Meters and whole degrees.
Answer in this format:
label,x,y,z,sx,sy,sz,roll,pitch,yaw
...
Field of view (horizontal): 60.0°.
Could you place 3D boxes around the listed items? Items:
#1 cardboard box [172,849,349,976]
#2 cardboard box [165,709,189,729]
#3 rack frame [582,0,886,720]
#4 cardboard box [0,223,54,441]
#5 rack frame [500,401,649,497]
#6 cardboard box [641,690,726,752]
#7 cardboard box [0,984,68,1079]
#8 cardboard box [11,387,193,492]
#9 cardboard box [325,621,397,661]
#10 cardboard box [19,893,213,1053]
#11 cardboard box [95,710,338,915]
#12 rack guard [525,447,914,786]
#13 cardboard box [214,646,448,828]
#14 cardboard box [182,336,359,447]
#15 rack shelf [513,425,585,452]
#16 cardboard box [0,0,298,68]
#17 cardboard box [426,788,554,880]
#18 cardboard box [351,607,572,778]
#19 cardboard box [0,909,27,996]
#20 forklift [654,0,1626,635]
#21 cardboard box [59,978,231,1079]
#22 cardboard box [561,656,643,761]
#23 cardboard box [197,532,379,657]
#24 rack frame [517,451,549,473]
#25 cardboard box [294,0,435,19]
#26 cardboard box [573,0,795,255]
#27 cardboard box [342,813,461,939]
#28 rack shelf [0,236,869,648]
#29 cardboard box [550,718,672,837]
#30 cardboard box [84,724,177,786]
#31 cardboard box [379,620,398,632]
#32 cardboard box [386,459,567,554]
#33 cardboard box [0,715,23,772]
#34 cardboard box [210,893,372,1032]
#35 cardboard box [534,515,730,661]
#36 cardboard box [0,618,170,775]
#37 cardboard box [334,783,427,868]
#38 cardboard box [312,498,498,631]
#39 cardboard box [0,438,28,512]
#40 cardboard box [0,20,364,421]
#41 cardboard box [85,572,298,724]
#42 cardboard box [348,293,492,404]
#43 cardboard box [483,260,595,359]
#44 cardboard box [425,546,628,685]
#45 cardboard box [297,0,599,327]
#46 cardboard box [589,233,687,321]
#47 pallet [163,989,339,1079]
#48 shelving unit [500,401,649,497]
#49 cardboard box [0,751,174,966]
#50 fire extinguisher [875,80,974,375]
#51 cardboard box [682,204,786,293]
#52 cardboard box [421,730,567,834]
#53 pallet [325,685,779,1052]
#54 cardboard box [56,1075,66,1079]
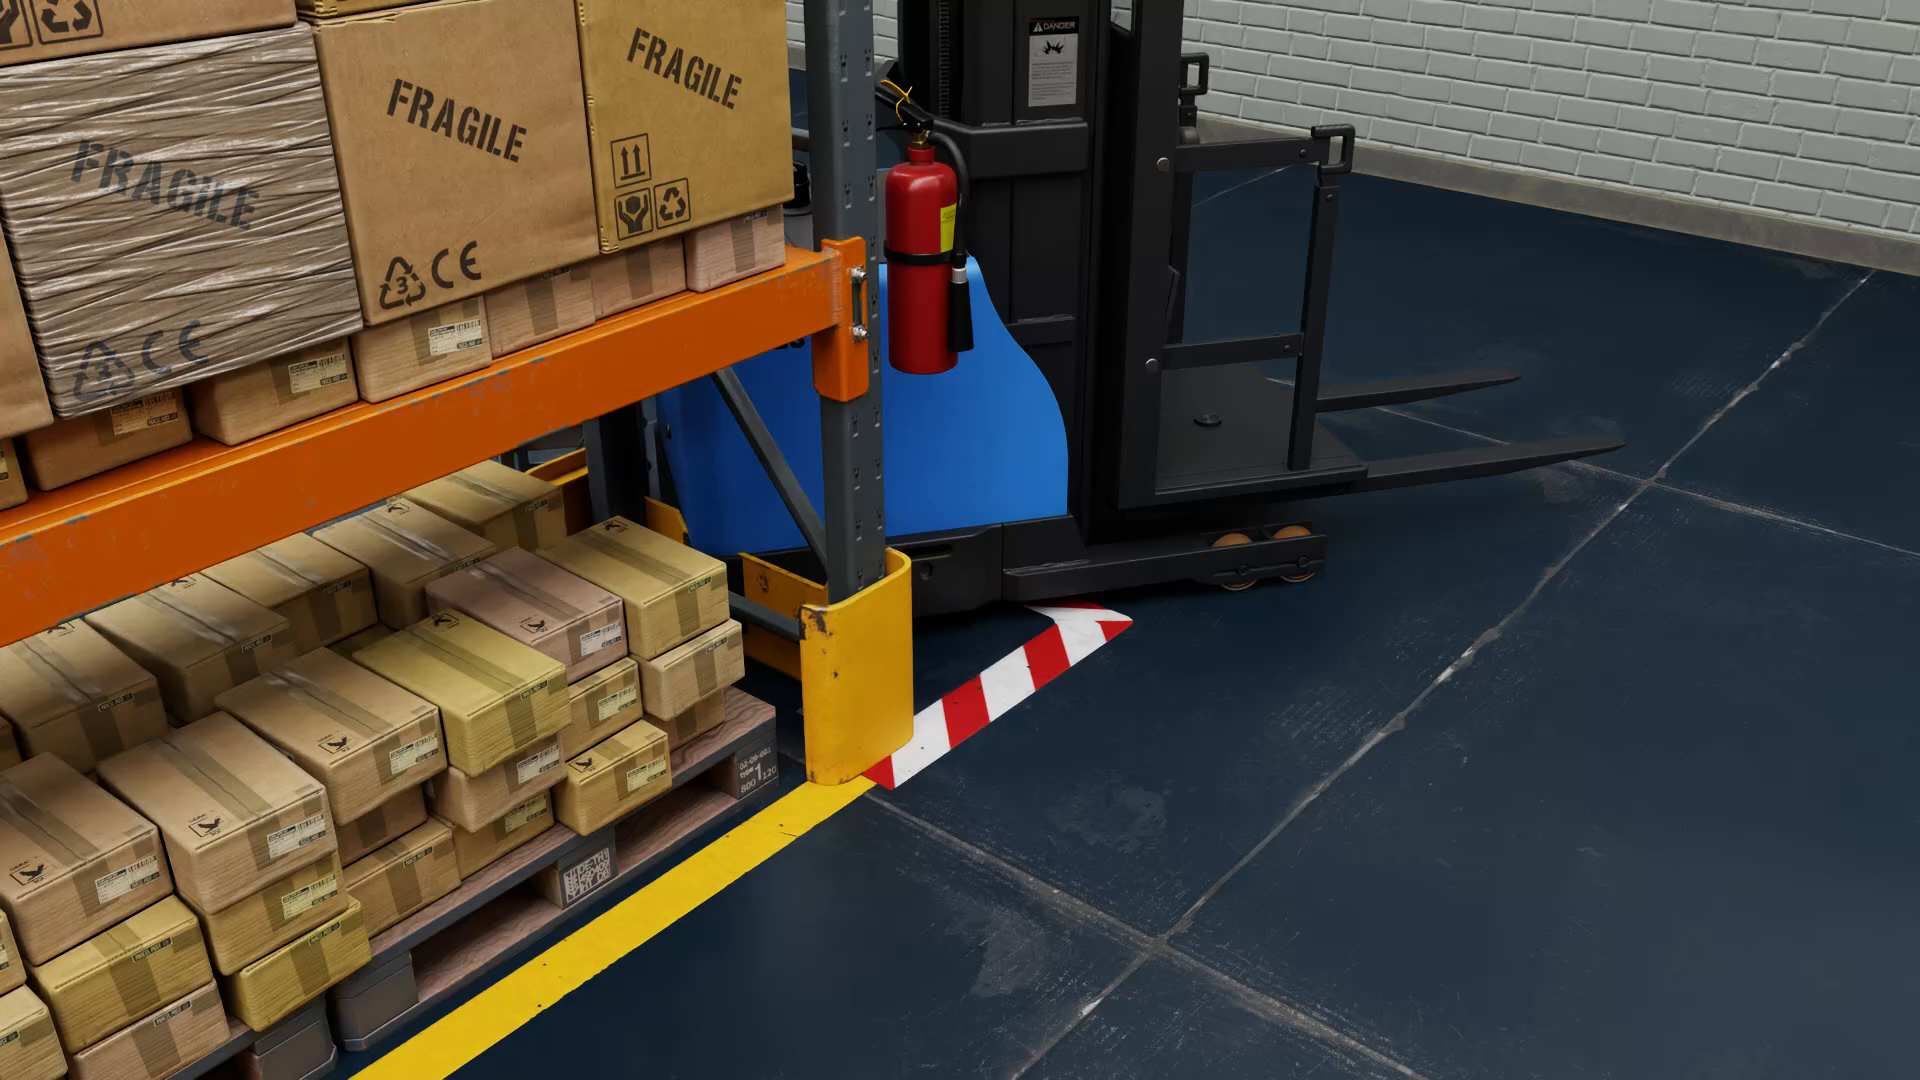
label,x,y,z,sx,sy,sz,roll,pitch,yaw
cardboard box,-1.369,0.616,3.117,0.380,0.149,0.250,21,34,35
cardboard box,-1.688,0.336,3.657,0.380,0.149,0.250,22,35,36
rack frame,-0.605,-0.974,3.869,1.000,3.000,0.127,21,34,34
cardboard box,-1.664,-0.379,2.285,0.500,0.500,0.500,23,35,37
rack frame,-1.101,-0.507,4.598,0.400,1.500,0.023,-6,28,-11
cardboard box,-0.778,0.353,3.949,0.380,0.149,0.250,21,34,35
cardboard box,-1.700,0.807,2.747,0.380,0.149,0.250,21,34,35
cardboard box,-1.481,-0.234,2.710,0.380,0.149,0.250,19,33,32
cardboard box,-1.441,0.277,3.771,0.380,0.149,0.250,21,34,35
cardboard box,-1.546,0.701,2.952,0.380,0.149,0.250,23,35,37
cardboard box,-1.358,0.489,3.038,0.380,0.149,0.250,22,35,36
rack guard,-0.653,0.163,4.391,1.175,0.500,0.348,21,34,34
cardboard box,-1.230,0.377,3.254,0.380,0.149,0.250,19,33,32
cardboard box,-1.264,-0.312,2.862,0.380,0.149,0.250,19,33,32
rack shelf,-1.181,-0.445,5.032,0.332,0.071,0.664,-6,28,-11
cardboard box,-1.350,-0.993,2.385,0.500,0.500,0.500,23,35,37
cardboard box,-1.098,0.542,3.583,0.380,0.149,0.250,21,34,34
cardboard box,-1.017,0.304,3.396,0.380,0.149,0.250,20,33,33
cardboard box,-1.756,0.651,2.725,0.380,0.149,0.250,21,34,35
forklift,0.604,-1.350,4.739,3.031,2.867,1.129,-7,28,-14
cardboard box,-1.549,0.833,3.020,0.380,0.149,0.250,22,34,35
cardboard box,-0.928,0.321,3.687,0.380,0.149,0.250,20,33,33
cardboard box,-1.542,0.112,3.766,0.380,0.149,0.250,21,34,34
rack frame,-1.262,-0.835,5.232,0.400,1.500,0.023,-6,28,-11
cardboard box,-1.026,-1.180,2.746,0.500,0.500,0.500,19,33,33
cardboard box,-0.692,-0.916,3.324,0.500,0.500,0.500,22,34,35
cardboard box,-1.245,0.634,3.406,0.380,0.149,0.250,21,34,35
rack shelf,-1.877,0.054,2.663,1.077,0.370,4.000,21,34,34
cardboard box,-0.864,0.474,3.715,0.380,0.149,0.250,22,35,36
cardboard box,-1.783,0.458,3.421,0.380,0.149,0.250,19,33,32
cardboard box,-1.354,0.165,3.989,0.380,0.149,0.250,21,34,34
cardboard box,-1.200,-0.072,4.124,0.380,0.149,0.250,19,33,32
cardboard box,-2.022,0.400,3.210,0.380,0.149,0.250,21,34,35
cardboard box,-1.359,0.742,3.196,0.380,0.149,0.250,19,33,32
cardboard box,-0.746,0.103,3.785,0.380,0.149,0.250,21,34,35
cardboard box,-1.819,0.320,3.365,0.380,0.149,0.250,22,35,36
cardboard box,-1.300,0.494,3.353,0.380,0.149,0.250,20,34,34
cardboard box,-1.283,0.061,3.867,0.380,0.149,0.250,21,34,35
cardboard box,-1.637,-0.135,2.519,0.380,0.149,0.250,21,34,35
cardboard box,-1.338,-0.553,2.621,0.500,0.500,0.500,21,34,35
cardboard box,-1.636,0.225,3.550,0.380,0.149,0.250,19,33,32
cardboard box,-1.073,-0.397,3.026,0.380,0.149,0.250,22,34,36
cardboard box,-0.929,-0.494,3.214,0.380,0.149,0.250,20,34,34
cardboard box,-0.950,0.175,3.645,0.380,0.149,0.250,22,34,35
cardboard box,-1.023,-0.735,2.974,0.500,0.500,0.500,20,33,34
cardboard box,-0.781,-0.587,3.394,0.380,0.149,0.250,21,34,34
pallet,-1.973,0.999,3.088,1.003,0.211,1.213,21,34,34
shelving unit,-1.181,-0.671,4.915,0.431,1.500,0.755,-6,28,-11
cardboard box,-1.611,0.550,2.920,0.380,0.149,0.250,19,33,33
fire extinguisher,-0.088,-0.729,3.884,0.296,0.674,0.183,21,34,34
cardboard box,-0.594,-0.665,3.543,0.380,0.149,0.250,21,34,34
cardboard box,-1.049,0.429,3.479,0.380,0.149,0.250,19,33,32
pallet,-1.197,0.569,3.921,1.003,0.211,1.213,21,34,34
cardboard box,-1.767,0.901,2.889,0.380,0.149,0.250,22,34,36
